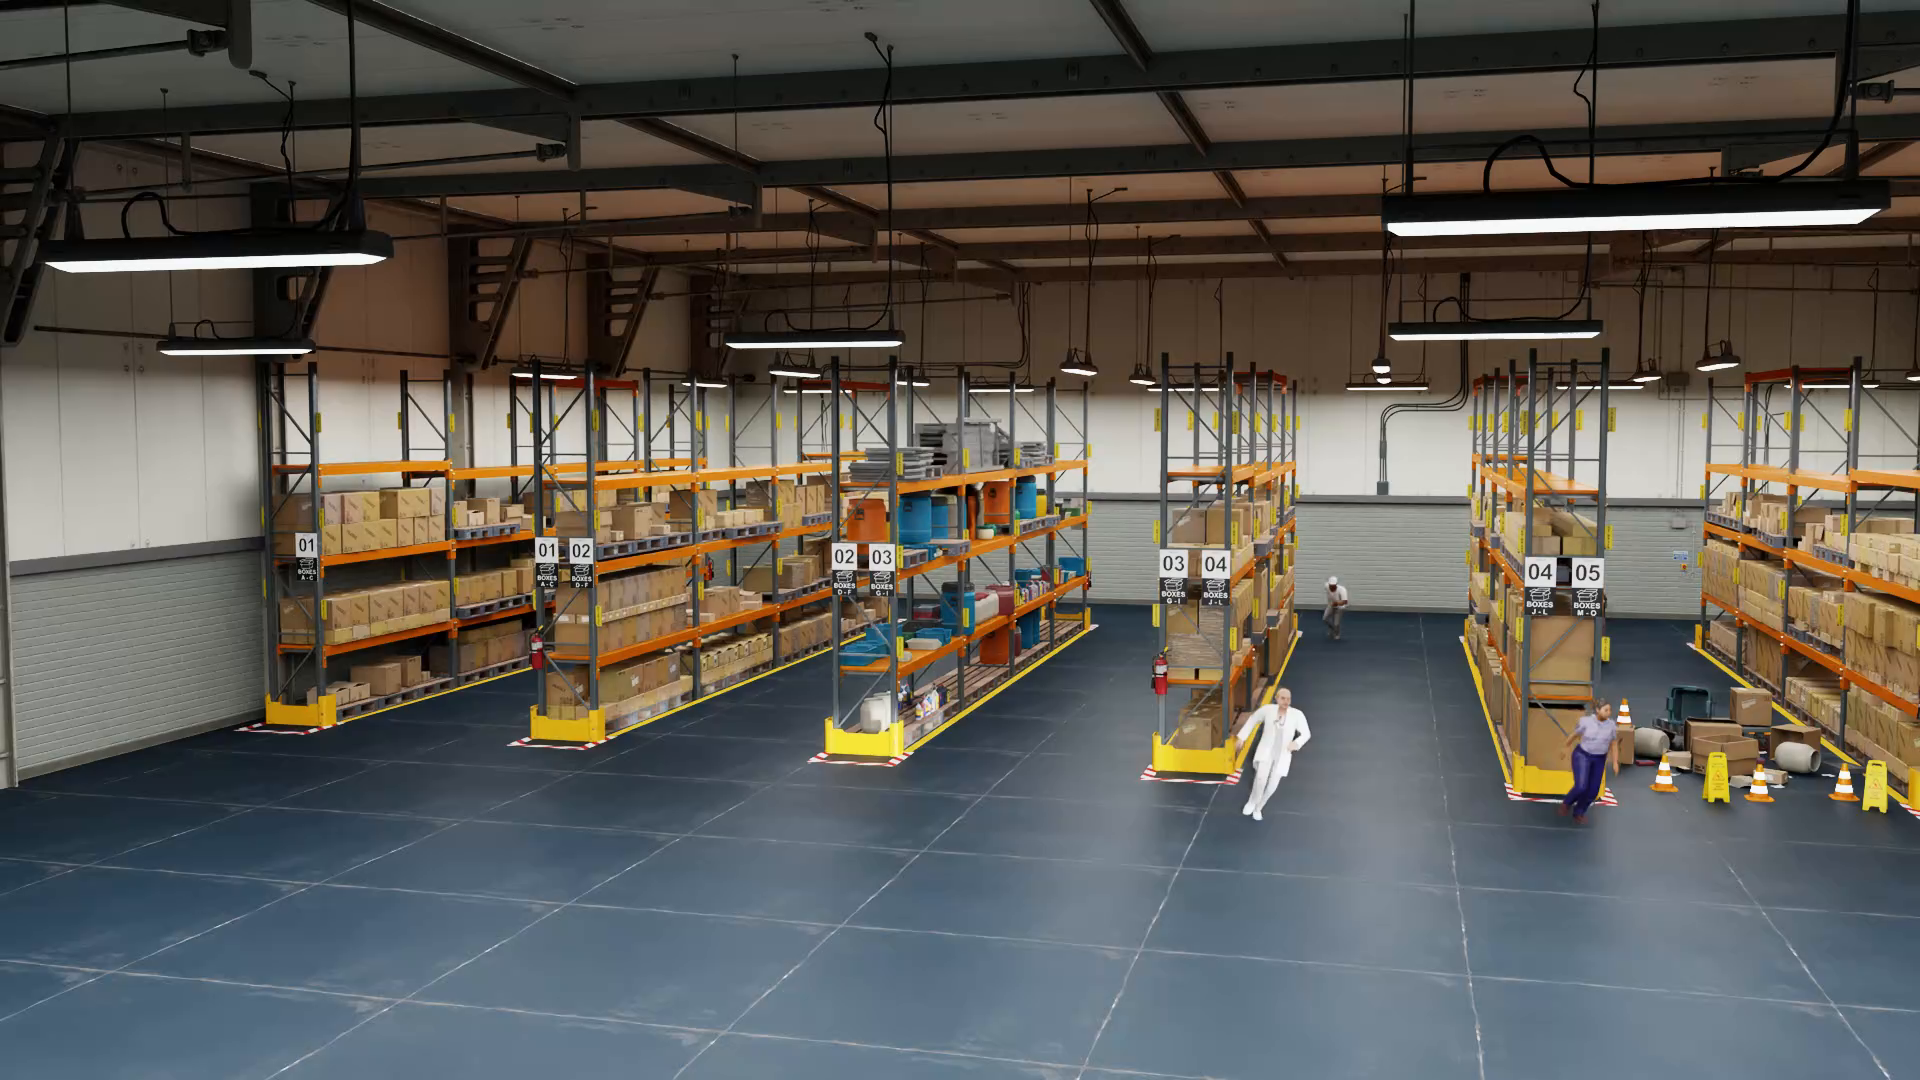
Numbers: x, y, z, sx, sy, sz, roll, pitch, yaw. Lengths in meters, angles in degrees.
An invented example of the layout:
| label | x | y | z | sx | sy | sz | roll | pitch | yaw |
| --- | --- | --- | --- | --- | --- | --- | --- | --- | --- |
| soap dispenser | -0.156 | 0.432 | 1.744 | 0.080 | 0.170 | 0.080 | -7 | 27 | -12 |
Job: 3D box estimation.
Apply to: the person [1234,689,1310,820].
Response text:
| label | x | y | z | sx | sy | sz | roll | pitch | yaw |
| --- | --- | --- | --- | --- | --- | --- | --- | --- | --- |
| person | 3.957 | 2.707 | 20.935 | 0.878 | 1.689 | 0.735 | 0 | 4 | -2 |

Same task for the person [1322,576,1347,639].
| label | x | y | z | sx | sy | sz | roll | pitch | yaw |
| --- | --- | --- | --- | --- | --- | --- | --- | --- | --- |
| person | 8.587 | 1.552 | 38.101 | 0.731 | 1.515 | 0.987 | 3 | 5 | 38 |

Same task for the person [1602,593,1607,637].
| label | x | y | z | sx | sy | sz | roll | pitch | yaw |
| --- | --- | --- | --- | --- | --- | --- | --- | --- | --- |
| person | 13.406 | 1.698 | 35.090 | 0.577 | 1.667 | 0.940 | 0 | 4 | 2 |

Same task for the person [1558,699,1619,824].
| label | x | y | z | sx | sy | sz | roll | pitch | yaw |
| --- | --- | --- | --- | --- | --- | --- | --- | --- | --- |
| person | 7.842 | 2.757 | 20.746 | 0.639 | 1.608 | 0.551 | -1 | 4 | -8 |
